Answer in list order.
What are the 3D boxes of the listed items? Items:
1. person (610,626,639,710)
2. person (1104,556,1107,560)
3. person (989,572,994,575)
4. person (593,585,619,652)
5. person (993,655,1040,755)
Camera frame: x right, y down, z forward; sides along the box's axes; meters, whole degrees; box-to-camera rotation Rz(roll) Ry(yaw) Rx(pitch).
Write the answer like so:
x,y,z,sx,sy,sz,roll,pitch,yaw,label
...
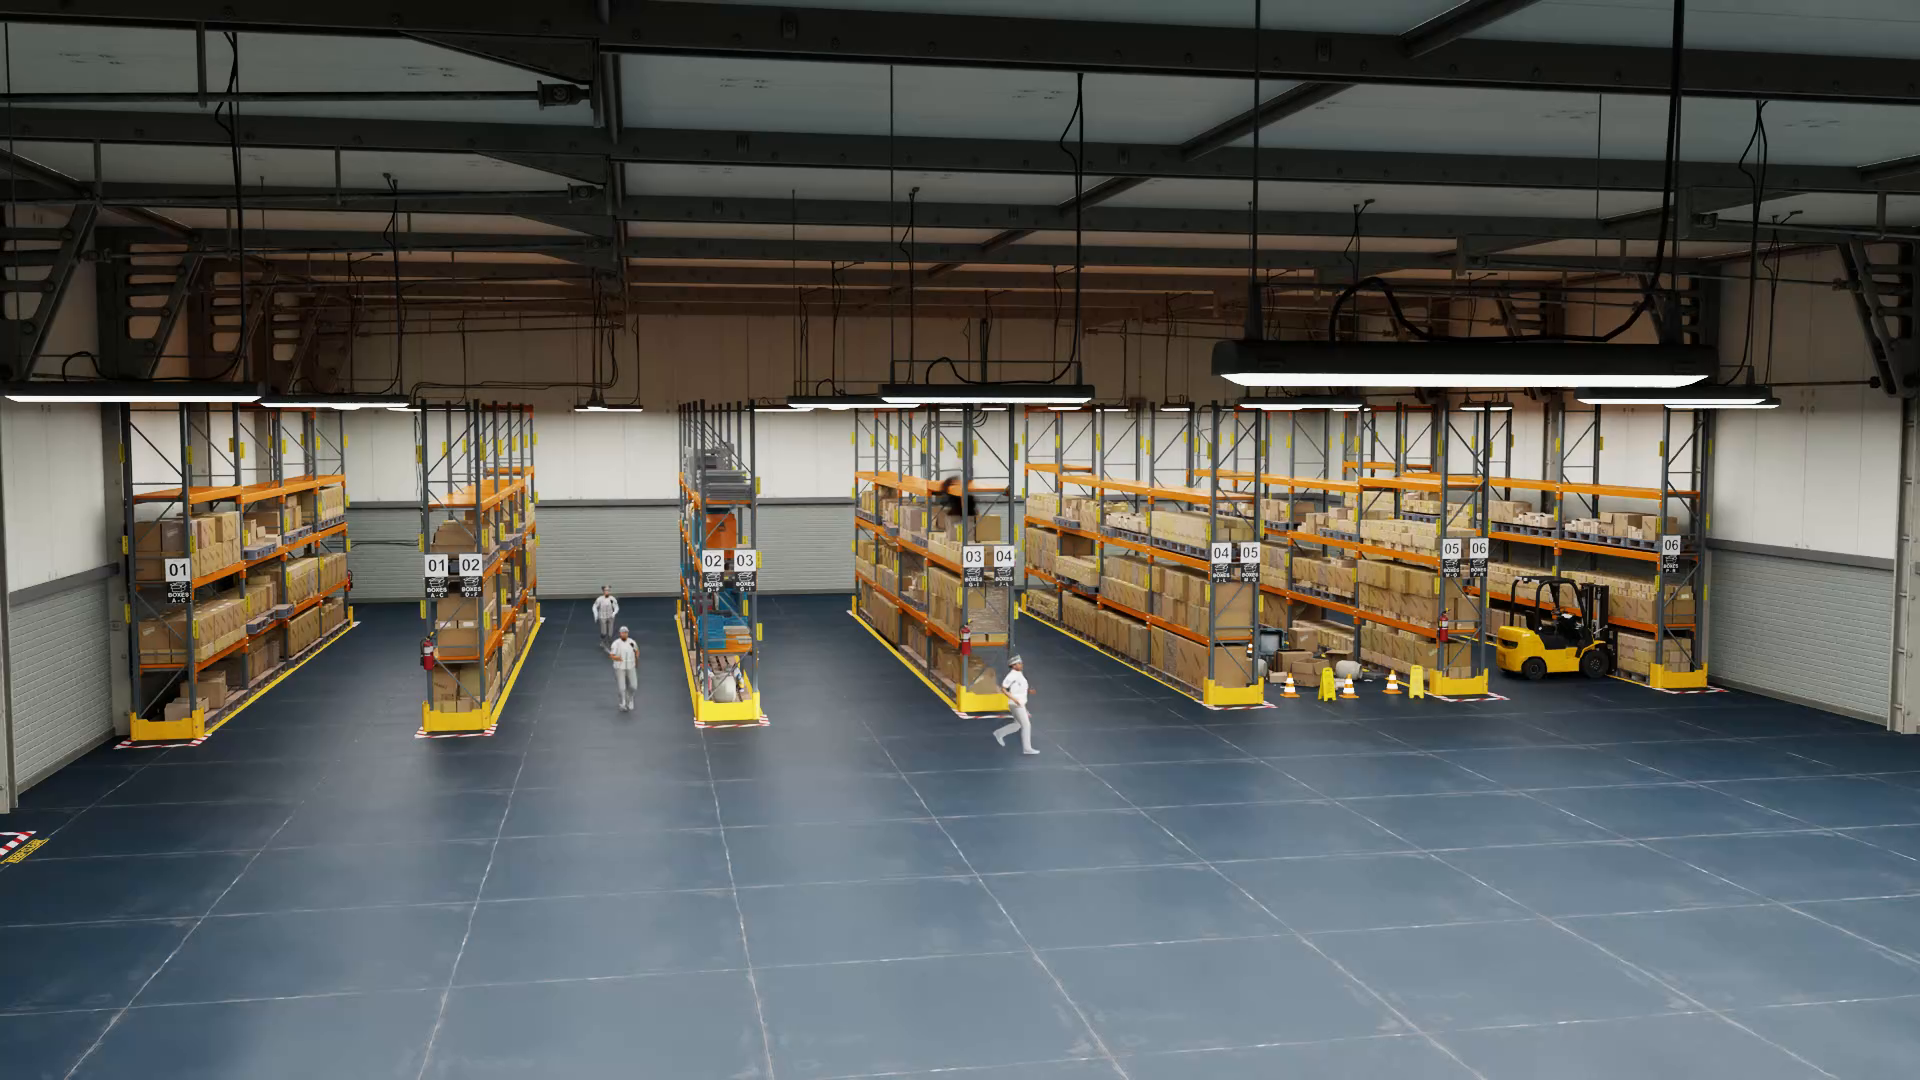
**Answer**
x,y,z,sx,sy,sz,roll,pitch,yaw,label
-6.432,2.486,32.029,0.591,1.638,0.576,-2,5,-22,person
4.233,1.266,48.523,0.571,1.620,0.609,-2,5,-26,person
0.835,1.153,49.413,0.708,1.686,0.770,-1,5,-17,person
-8.485,1.893,39.922,0.607,1.644,0.574,-2,5,-20,person
0.946,2.763,28.074,0.832,1.669,0.588,1,5,19,person
